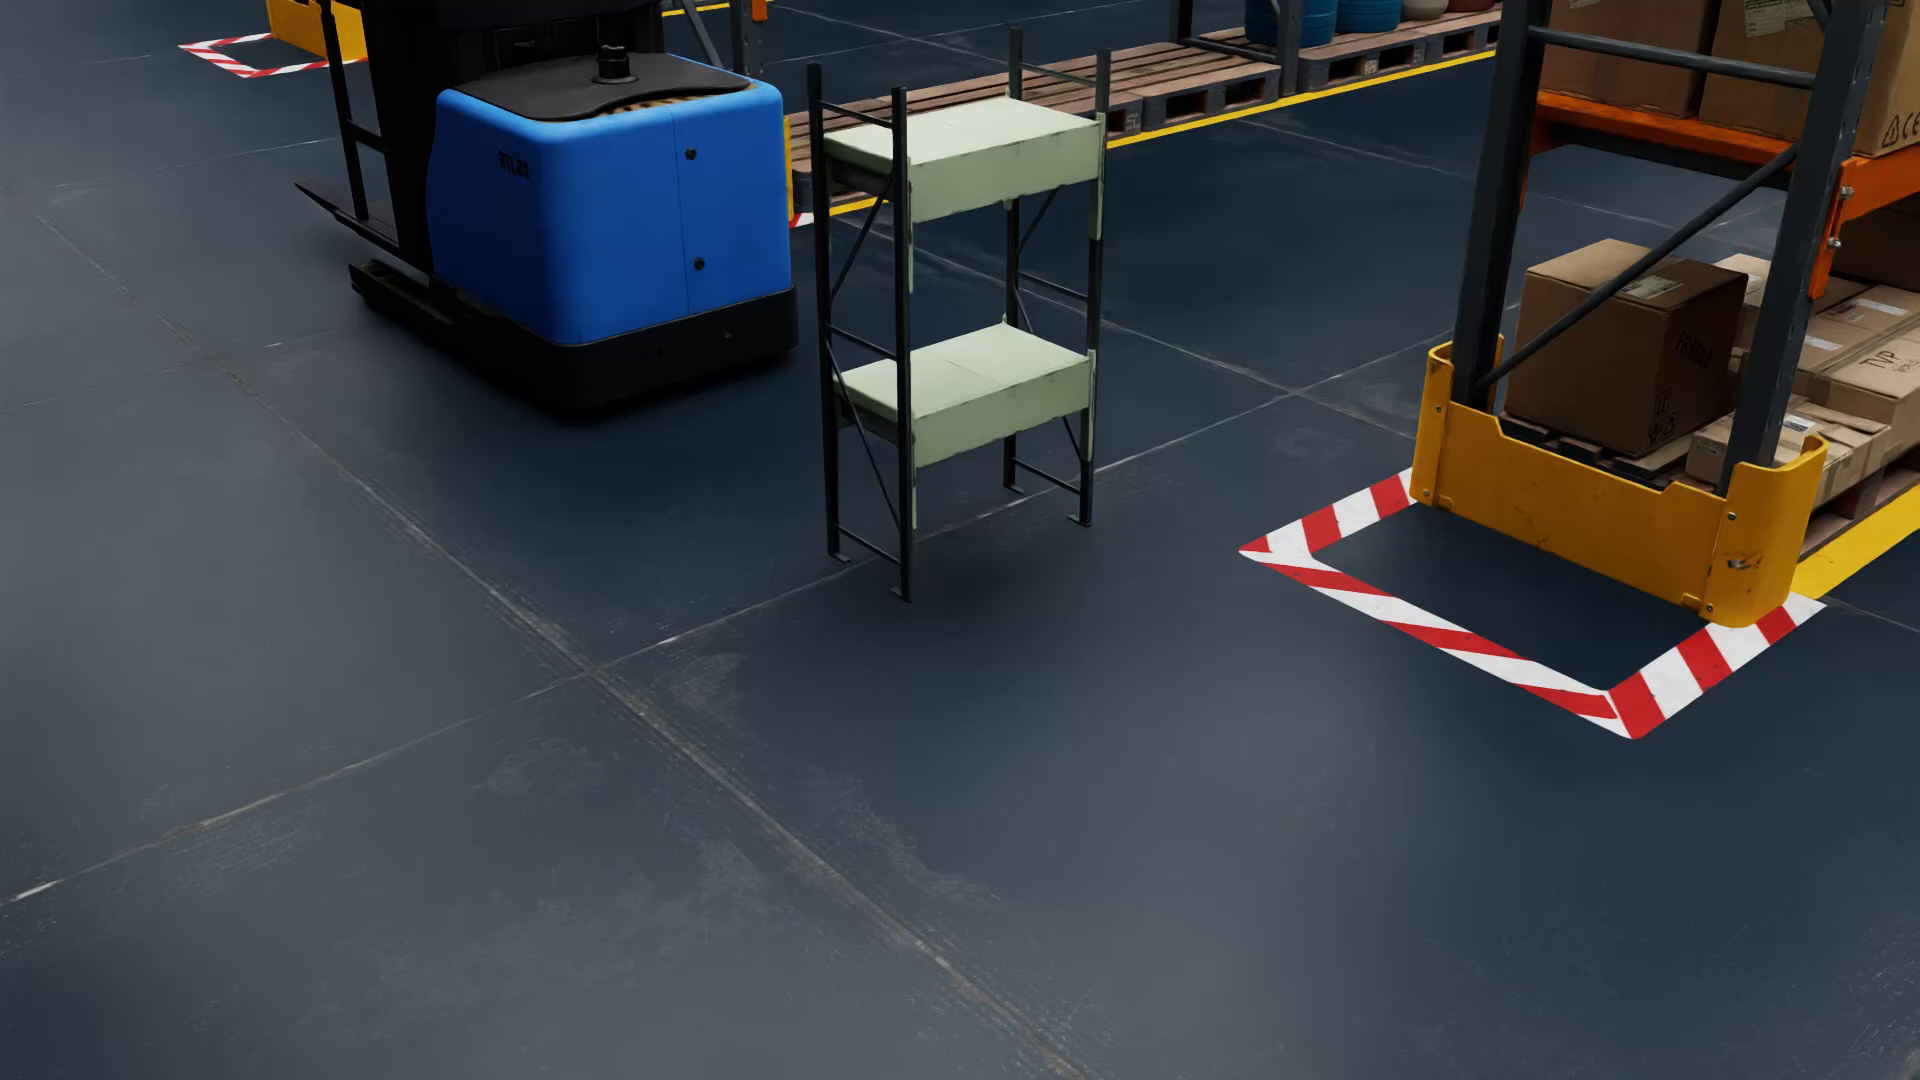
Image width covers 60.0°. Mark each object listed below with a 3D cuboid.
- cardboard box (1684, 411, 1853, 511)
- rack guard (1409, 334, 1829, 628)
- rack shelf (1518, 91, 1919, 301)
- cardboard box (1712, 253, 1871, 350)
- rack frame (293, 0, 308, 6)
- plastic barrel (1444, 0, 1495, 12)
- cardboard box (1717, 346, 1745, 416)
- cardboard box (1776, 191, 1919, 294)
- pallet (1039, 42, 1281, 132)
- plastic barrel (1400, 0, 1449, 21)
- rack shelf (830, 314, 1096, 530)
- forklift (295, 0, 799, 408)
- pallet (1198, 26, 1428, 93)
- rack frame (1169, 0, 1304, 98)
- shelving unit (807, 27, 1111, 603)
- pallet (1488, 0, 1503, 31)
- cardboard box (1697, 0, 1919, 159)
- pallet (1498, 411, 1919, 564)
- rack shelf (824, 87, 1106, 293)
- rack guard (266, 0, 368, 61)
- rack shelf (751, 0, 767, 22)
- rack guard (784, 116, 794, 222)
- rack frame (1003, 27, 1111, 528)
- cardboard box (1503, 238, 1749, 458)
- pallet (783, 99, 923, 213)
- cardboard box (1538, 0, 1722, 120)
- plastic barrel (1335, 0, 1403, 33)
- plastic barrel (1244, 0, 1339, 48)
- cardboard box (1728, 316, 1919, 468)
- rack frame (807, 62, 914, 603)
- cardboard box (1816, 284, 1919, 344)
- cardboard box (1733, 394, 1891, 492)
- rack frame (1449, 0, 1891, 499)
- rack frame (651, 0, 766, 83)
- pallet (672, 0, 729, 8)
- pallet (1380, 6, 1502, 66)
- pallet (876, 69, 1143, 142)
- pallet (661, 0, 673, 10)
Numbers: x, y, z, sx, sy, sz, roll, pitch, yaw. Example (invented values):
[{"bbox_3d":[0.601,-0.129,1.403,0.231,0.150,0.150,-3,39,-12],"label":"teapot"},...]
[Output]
[{"bbox_3d":[2.461,-0.237,5.070,0.250,0.149,0.380,-22,35,-35],"label":"cardboard box"},{"bbox_3d":[1.977,-0.217,5.125,0.348,0.500,1.175,-22,35,-35],"label":"rack guard"},{"bbox_3d":[3.441,-1.590,5.807,4.000,0.370,1.077,-22,35,-35],"label":"rack shelf"},{"bbox_3d":[2.916,-0.812,6.037,0.500,0.250,0.500,-22,35,-35],"label":"cardboard box"},{"bbox_3d":[-4.507,-4.849,11.141,0.127,3.000,1.000,-22,35,-35],"label":"rack frame"},{"bbox_3d":[3.573,-4.141,11.929,0.708,0.588,0.600,-22,35,-35],"label":"plastic barrel"},{"bbox_3d":[2.540,-0.586,5.704,0.250,0.166,0.380,-22,35,-35],"label":"cardboard box"},{"bbox_3d":[3.537,-1.036,6.188,0.637,0.503,0.797,-22,35,-35],"label":"cardboard box"},{"bbox_3d":[1.216,-2.828,10.318,1.213,0.211,1.003,-22,35,-35],"label":"pallet"},{"bbox_3d":[3.202,-3.902,11.563,0.421,0.512,0.421,0,28,0],"label":"plastic barrel"},{"bbox_3d":[0.005,-0.376,5.054,0.720,0.370,0.431,-22,35,-35],"label":"rack shelf"},{"bbox_3d":[-1.973,-2.386,6.605,1.130,2.935,3.031,-22,35,-35],"label":"forklift"},{"bbox_3d":[2.365,-3.288,11.178,1.213,0.211,1.003,-22,35,-35],"label":"pallet"},{"bbox_3d":[1.750,-4.297,10.107,0.127,3.000,1.000,-22,35,-35],"label":"rack frame"},{"bbox_3d":[0.005,-0.664,4.900,0.755,1.500,0.431,-22,35,-35],"label":"shelving unit"},{"bbox_3d":[4.221,-4.034,12.575,1.213,0.211,1.003,-22,35,-35],"label":"pallet"},{"bbox_3d":[2.428,-1.381,4.546,0.500,0.500,0.500,-21,35,-34],"label":"cardboard box"},{"bbox_3d":[2.583,-0.333,5.650,1.213,0.211,1.003,-22,35,-35],"label":"pallet"},{"bbox_3d":[0.005,-1.008,4.716,0.720,0.370,0.431,-22,35,-35],"label":"rack shelf"},{"bbox_3d":[-4.525,-3.739,11.716,0.348,0.500,1.175,-22,35,-35],"label":"rack guard"},{"bbox_3d":[0.229,-3.368,9.132,4.000,0.370,1.077,-22,35,-35],"label":"rack shelf"},{"bbox_3d":[-1.302,-1.959,8.384,0.348,0.500,1.175,-22,35,-35],"label":"rack guard"},{"bbox_3d":[0.284,-0.775,5.110,0.023,1.500,0.400,-22,35,-35],"label":"rack frame"},{"bbox_3d":[2.173,-0.642,5.454,0.500,0.500,0.500,-22,35,-35],"label":"cardboard box"},{"bbox_3d":[-0.640,-2.082,8.921,1.213,0.211,1.003,-22,35,-35],"label":"pallet"},{"bbox_3d":[2.084,-1.574,4.908,0.500,0.500,0.500,-21,34,-33],"label":"cardboard box"},{"bbox_3d":[2.714,-3.933,11.208,0.708,0.901,0.600,-22,35,-35],"label":"plastic barrel"},{"bbox_3d":[2.175,-3.717,10.803,0.708,0.901,0.600,-22,35,-35],"label":"plastic barrel"},{"bbox_3d":[2.898,-0.495,5.444,0.500,0.250,0.500,-22,35,-35],"label":"cardboard box"},{"bbox_3d":[-0.273,-0.552,4.691,0.023,1.500,0.400,-22,35,-35],"label":"rack frame"},{"bbox_3d":[3.278,-0.648,5.730,0.500,0.250,0.500,-22,35,-35],"label":"cardboard box"},{"bbox_3d":[2.651,-0.322,5.208,0.250,0.166,0.380,-22,35,-35],"label":"cardboard box"},{"bbox_3d":[1.920,-1.296,4.492,0.127,3.000,1.000,-22,35,-35],"label":"rack frame"},{"bbox_3d":[-1.293,-3.073,7.818,0.127,3.000,1.000,-22,35,-35],"label":"rack frame"},{"bbox_3d":[-2.093,-4.638,13.705,1.213,0.211,1.003,-22,35,-35],"label":"pallet"},{"bbox_3d":[3.293,-3.663,11.881,1.213,0.211,1.003,-22,35,-35],"label":"pallet"},{"bbox_3d":[0.288,-2.453,9.616,1.213,0.211,1.003,-22,35,-35],"label":"pallet"},{"bbox_3d":[-3.022,-4.263,13.003,1.213,0.211,1.003,-22,35,-35],"label":"pallet"}]
